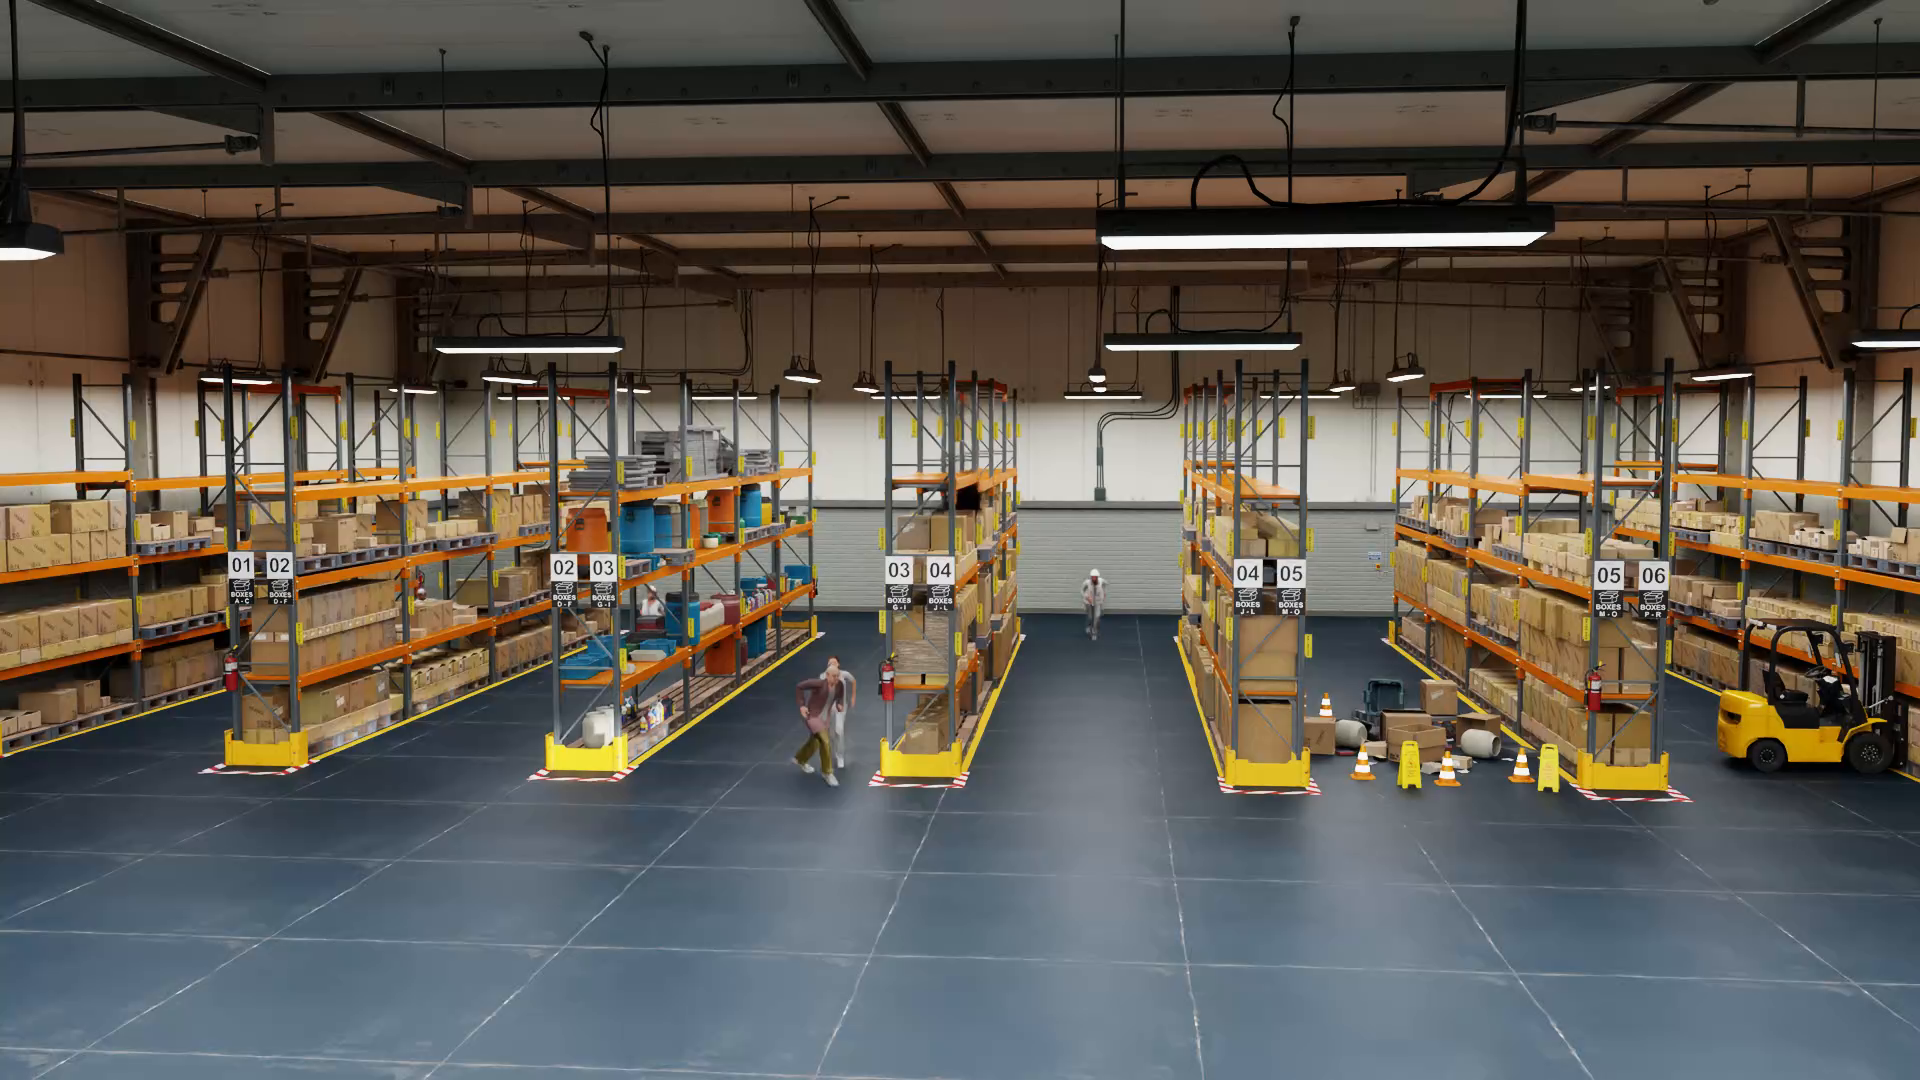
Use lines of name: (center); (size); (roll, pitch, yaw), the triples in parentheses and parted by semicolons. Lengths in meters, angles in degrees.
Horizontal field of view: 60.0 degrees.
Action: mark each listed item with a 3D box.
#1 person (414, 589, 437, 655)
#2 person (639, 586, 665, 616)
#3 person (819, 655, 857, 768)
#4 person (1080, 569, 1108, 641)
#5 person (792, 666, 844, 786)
person: (-11.530, 1.854, 35.794); (0.592, 1.631, 0.739); (0, 4, 0)
person: (-6.331, 1.844, 34.163); (0.652, 1.805, 0.983); (0, 4, 5)
person: (-1.857, 2.564, 24.954); (0.570, 1.686, 0.819); (1, 4, 9)
person: (3.210, 1.540, 40.077); (0.695, 1.731, 1.044); (0, 4, -6)
person: (-2.073, 2.624, 23.770); (0.752, 1.745, 1.059); (-3, 5, -42)
